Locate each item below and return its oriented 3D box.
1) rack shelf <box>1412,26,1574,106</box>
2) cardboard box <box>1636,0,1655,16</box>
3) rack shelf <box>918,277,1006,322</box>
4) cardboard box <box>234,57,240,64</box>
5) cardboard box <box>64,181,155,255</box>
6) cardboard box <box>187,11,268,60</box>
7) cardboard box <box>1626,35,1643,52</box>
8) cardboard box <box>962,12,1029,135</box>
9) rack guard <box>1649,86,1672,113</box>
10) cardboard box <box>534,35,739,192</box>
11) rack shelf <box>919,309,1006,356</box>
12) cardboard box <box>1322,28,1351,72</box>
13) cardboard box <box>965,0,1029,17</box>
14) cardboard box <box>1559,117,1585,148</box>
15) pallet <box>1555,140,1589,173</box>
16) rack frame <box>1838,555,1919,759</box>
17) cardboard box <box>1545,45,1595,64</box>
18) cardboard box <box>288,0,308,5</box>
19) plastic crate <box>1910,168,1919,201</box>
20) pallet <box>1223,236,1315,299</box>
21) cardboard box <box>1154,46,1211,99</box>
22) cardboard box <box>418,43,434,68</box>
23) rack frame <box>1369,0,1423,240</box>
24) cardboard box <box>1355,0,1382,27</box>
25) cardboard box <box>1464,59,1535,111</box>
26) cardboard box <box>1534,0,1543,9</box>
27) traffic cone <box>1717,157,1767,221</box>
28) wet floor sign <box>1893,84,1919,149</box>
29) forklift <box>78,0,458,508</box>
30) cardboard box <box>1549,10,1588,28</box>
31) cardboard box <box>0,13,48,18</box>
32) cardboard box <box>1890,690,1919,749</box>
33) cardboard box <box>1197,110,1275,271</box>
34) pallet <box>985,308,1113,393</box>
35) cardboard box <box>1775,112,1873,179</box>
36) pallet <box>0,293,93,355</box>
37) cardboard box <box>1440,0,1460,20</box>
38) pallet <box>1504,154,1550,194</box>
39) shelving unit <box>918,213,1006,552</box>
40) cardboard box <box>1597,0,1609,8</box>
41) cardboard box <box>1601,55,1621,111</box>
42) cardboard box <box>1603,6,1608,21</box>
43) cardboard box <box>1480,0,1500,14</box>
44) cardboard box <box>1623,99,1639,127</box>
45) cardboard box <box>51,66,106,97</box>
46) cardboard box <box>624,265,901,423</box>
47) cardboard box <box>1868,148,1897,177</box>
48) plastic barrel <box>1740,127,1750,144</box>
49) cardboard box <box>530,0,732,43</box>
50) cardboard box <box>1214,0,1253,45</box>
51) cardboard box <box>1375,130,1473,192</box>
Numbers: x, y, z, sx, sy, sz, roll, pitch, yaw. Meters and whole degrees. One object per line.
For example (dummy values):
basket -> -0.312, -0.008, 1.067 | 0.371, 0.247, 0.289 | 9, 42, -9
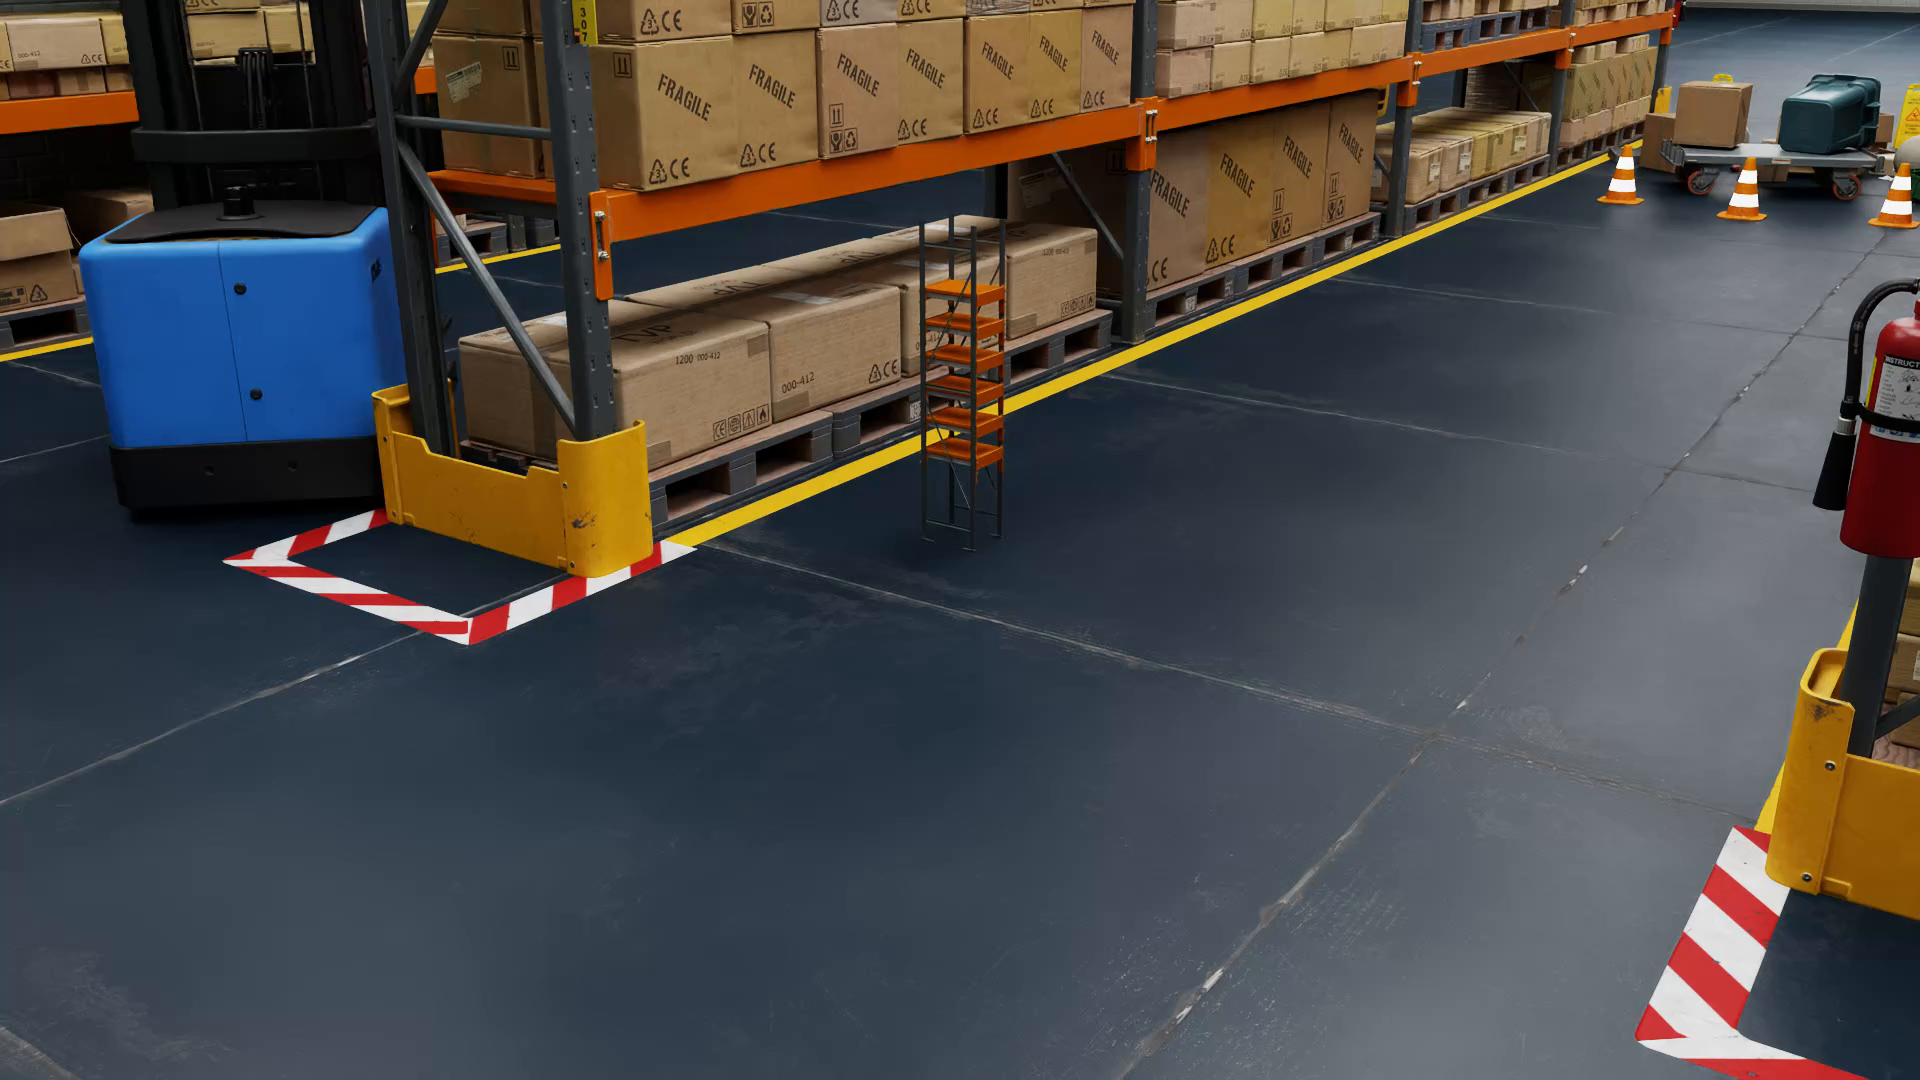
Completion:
rack shelf -> 3.951, -3.964, 13.695 | 1.077, 0.370, 4.000 | 13, 24, 32
cardboard box -> 6.958, -5.513, 17.207 | 0.380, 0.149, 0.250 | 14, 24, 33
rack shelf -> 0.008, -0.863, 5.959 | 0.258, 0.103, 0.180 | 13, 24, 32
cardboard box -> -4.382, -2.849, 10.006 | 0.380, 0.149, 0.250 | 13, 24, 32
cardboard box -> -4.843, -1.819, 9.856 | 0.700, 0.500, 0.500 | 14, 25, 34
cardboard box -> -4.465, -2.988, 9.806 | 0.500, 0.250, 0.500 | 13, 24, 30
cardboard box -> 6.794, -5.116, 17.114 | 0.380, 0.149, 0.250 | 14, 24, 33
cardboard box -> -0.027, -2.148, 7.605 | 0.500, 0.500, 0.500 | 13, 24, 31
rack guard -> 7.281, -4.829, 18.599 | 1.175, 0.500, 0.348 | 13, 24, 32
cardboard box -> -1.163, -1.561, 6.017 | 0.500, 0.500, 0.500 | 13, 24, 31
rack shelf -> 0.008, -0.750, 6.000 | 0.258, 0.103, 0.180 | 13, 24, 32
cardboard box -> 2.186, -3.171, 10.729 | 0.500, 0.250, 0.500 | 13, 24, 31
cardboard box -> -0.029, -2.615, 7.425 | 0.500, 0.500, 0.500 | 14, 24, 33
cardboard box -> 5.630, -3.899, 15.841 | 0.500, 0.250, 0.500 | 12, 23, 29
pallet -> 5.423, -3.767, 16.145 | 1.003, 0.211, 1.213 | 13, 24, 32
rack frame -> 2.480, -0.496, 3.282 | 1.000, 3.000, 0.127 | 13, 24, 32
cardboard box -> 5.750, -4.580, 15.664 | 0.380, 0.149, 0.250 | 14, 24, 33
cardboard box -> -4.307, -3.382, 10.870 | 0.500, 0.250, 0.500 | 13, 24, 31
plastic crate -> 8.240, -2.953, 13.894 | 0.662, 0.188, 0.450 | -10, 32, -24
pallet -> 1.634, -1.860, 10.989 | 1.003, 0.211, 1.213 | 13, 24, 32
cardboard box -> 1.044, -2.585, 9.145 | 0.500, 0.250, 0.500 | 13, 24, 31
cardboard box -> -3.628, -3.210, 10.980 | 0.380, 0.149, 0.250 | 14, 25, 33
rack frame -> 2.826, -3.728, 12.019 | 1.000, 3.000, 0.127 | 13, 24, 32
cardboard box -> 2.479, -3.556, 11.049 | 0.500, 0.250, 0.500 | 13, 24, 30
cardboard box -> 5.186, -4.357, 15.996 | 0.500, 0.500, 0.500 | 13, 24, 31
cardboard box -> 4.736, -4.600, 14.134 | 0.380, 0.149, 0.250 | 13, 24, 31
traffic cone -> 6.200, -2.779, 13.110 | 0.336, 0.463, 0.334 | 13, 24, 32
wet floor sign -> 9.853, -4.377, 17.168 | 0.267, 0.644, 0.232 | 9, 22, 23
forklift -> -2.984, -1.971, 7.369 | 1.130, 2.935, 3.031 | -3, 21, -9
cardboard box -> 5.517, -4.785, 15.241 | 0.380, 0.149, 0.250 | 13, 24, 32
cardboard box -> -5.448, -2.800, 9.298 | 0.500, 0.250, 0.500 | 13, 24, 32
cardboard box -> 2.603, 0.452, 4.222 | 0.380, 0.149, 0.250 | 14, 24, 33
cardboard box -> 1.362, -2.235, 10.440 | 0.875, 0.875, 0.875 | 14, 25, 33
pallet -> 0.086, -1.069, 8.852 | 1.003, 0.211, 1.213 | 13, 24, 32
cardboard box -> 7.911, -3.648, 15.207 | 0.797, 0.637, 0.503 | 13, 24, 32
pallet -> -5.288, -1.342, 9.590 | 1.003, 0.211, 1.213 | 13, 24, 32
cardboard box -> 3.542, -4.008, 12.533 | 0.380, 0.149, 0.250 | 12, 23, 28
pallet -> 4.639, -3.344, 15.001 | 1.003, 0.211, 1.213 | 13, 24, 32
shelving unit -> 0.008, -0.567, 6.068 | 0.258, 1.200, 0.189 | 13, 24, 32
cardboard box -> 5.816, -5.282, 15.649 | 0.500, 0.500, 0.500 | 13, 24, 32
cardboard box -> 6.214, -4.555, 16.534 | 0.500, 0.500, 0.500 | 15, 25, 35
cardboard box -> 6.032, -5.097, 16.083 | 0.380, 0.149, 0.250 | 13, 24, 32
cardboard box -> 4.112, -4.318, 13.372 | 0.380, 0.149, 0.250 | 14, 25, 33
cardboard box -> 6.794, -4.499, 17.462 | 0.500, 0.250, 0.500 | 13, 24, 32
cardboard box -> -4.950, -2.547, 9.189 | 0.380, 0.149, 0.250 | 14, 25, 33
cardboard box -> -0.875, -0.901, 7.464 | 0.875, 0.438, 0.875 | 14, 25, 33
cardboard box -> 8.669, -3.509, 15.369 | 0.396, 0.266, 0.258 | 19, 27, 41
plastic barrel -> 7.415, -3.927, 16.271 | 0.421, 0.421, 0.512 | -6, 21, -15
cardboard box -> -1.165, -2.030, 5.845 | 0.500, 0.500, 0.500 | 13, 24, 31
cardboard box -> 1.328, -2.971, 9.468 | 0.500, 0.250, 0.500 | 14, 24, 33
cardboard box -> 3.560, -3.066, 13.412 | 0.950, 0.372, 0.625 | 13, 24, 31
